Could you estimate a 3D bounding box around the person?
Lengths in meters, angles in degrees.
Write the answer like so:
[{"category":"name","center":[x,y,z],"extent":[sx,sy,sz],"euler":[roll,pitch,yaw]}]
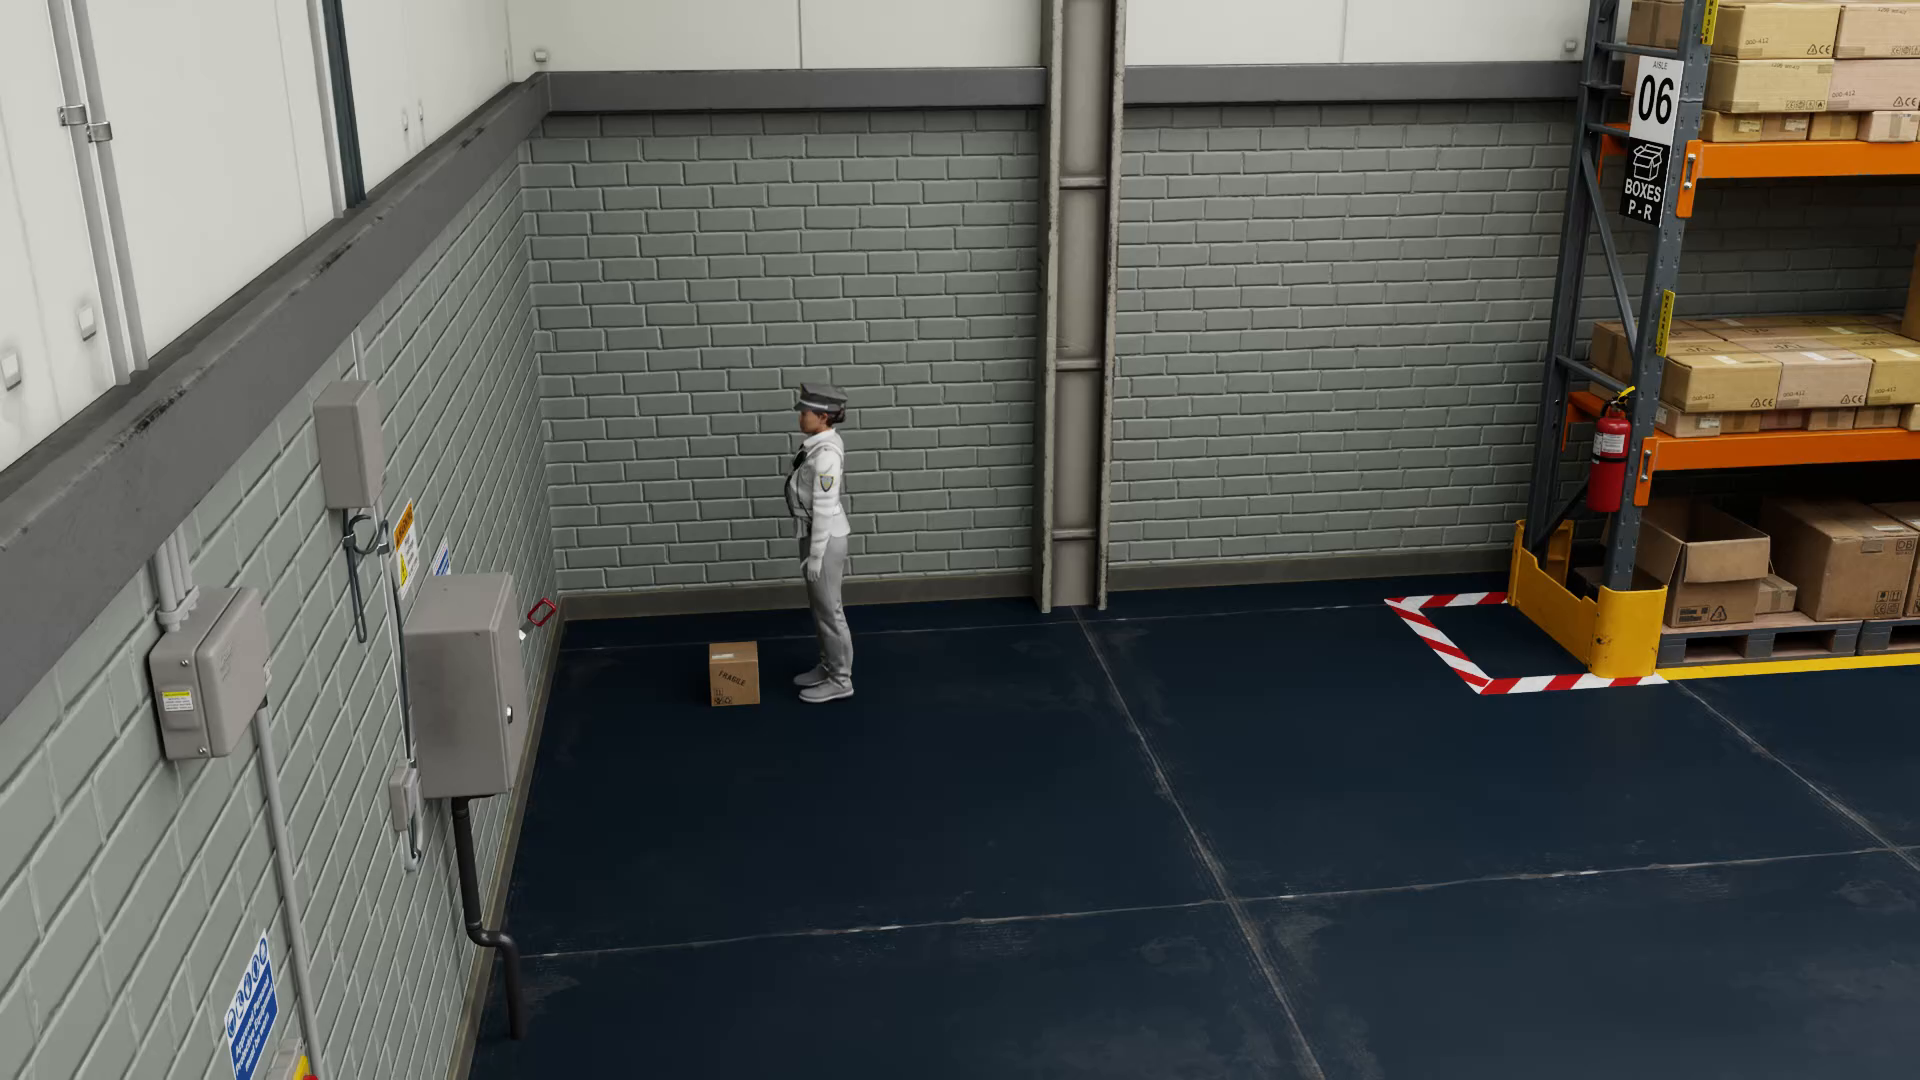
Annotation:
[{"category":"person","center":[-0.722,0.020,8.517],"extent":[0.337,1.708,0.473],"euler":[-3,20,-7]}]
